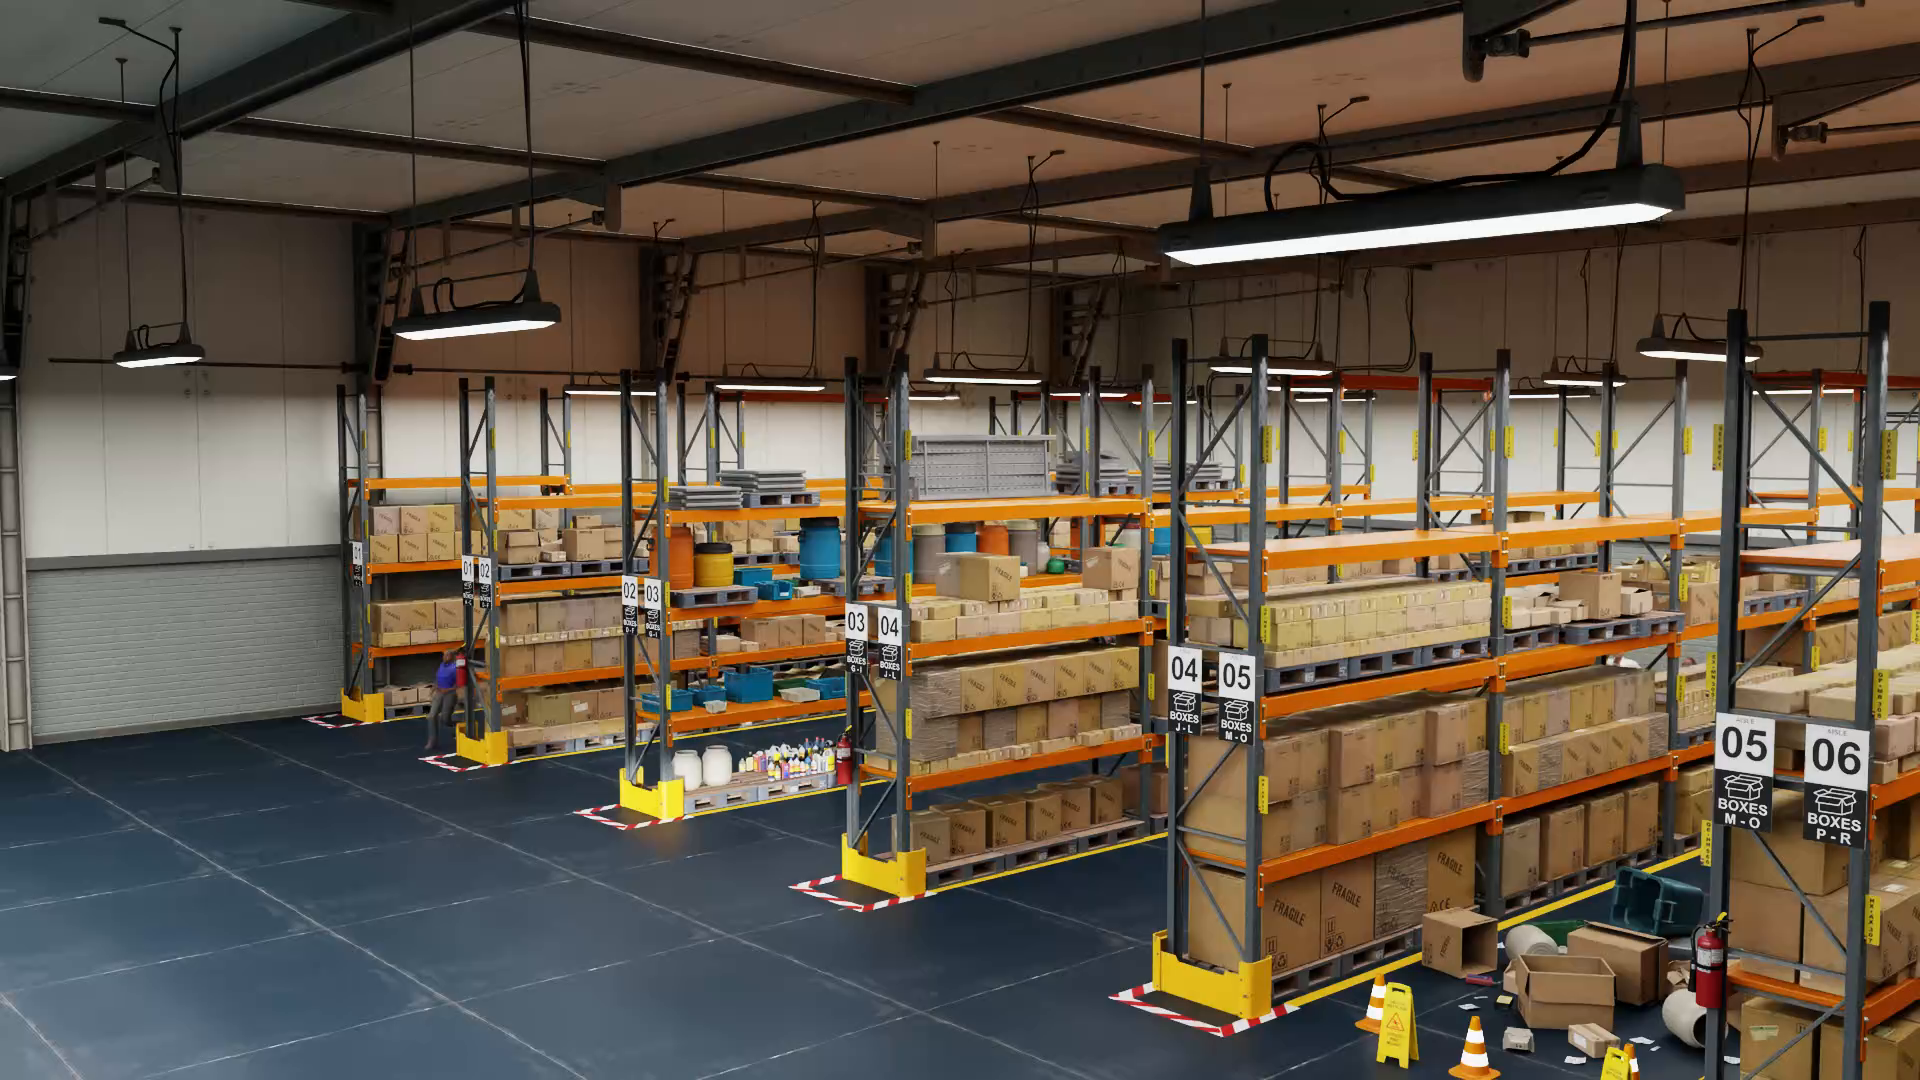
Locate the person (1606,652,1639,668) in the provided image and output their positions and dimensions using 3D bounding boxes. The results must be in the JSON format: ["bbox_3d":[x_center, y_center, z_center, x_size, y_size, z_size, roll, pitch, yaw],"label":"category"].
[{"bbox_3d":[10.610,2.537,26.822,0.641,1.744,0.720,-4,5,-43],"label":"person"}]

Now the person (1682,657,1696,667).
[{"bbox_3d":[11.062,2.671,25.268,0.764,1.783,0.647,-3,5,-41],"label":"person"}]

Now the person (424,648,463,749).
[{"bbox_3d":[-8.368,2.587,27.242,0.613,1.649,0.810,2,4,27],"label":"person"}]
